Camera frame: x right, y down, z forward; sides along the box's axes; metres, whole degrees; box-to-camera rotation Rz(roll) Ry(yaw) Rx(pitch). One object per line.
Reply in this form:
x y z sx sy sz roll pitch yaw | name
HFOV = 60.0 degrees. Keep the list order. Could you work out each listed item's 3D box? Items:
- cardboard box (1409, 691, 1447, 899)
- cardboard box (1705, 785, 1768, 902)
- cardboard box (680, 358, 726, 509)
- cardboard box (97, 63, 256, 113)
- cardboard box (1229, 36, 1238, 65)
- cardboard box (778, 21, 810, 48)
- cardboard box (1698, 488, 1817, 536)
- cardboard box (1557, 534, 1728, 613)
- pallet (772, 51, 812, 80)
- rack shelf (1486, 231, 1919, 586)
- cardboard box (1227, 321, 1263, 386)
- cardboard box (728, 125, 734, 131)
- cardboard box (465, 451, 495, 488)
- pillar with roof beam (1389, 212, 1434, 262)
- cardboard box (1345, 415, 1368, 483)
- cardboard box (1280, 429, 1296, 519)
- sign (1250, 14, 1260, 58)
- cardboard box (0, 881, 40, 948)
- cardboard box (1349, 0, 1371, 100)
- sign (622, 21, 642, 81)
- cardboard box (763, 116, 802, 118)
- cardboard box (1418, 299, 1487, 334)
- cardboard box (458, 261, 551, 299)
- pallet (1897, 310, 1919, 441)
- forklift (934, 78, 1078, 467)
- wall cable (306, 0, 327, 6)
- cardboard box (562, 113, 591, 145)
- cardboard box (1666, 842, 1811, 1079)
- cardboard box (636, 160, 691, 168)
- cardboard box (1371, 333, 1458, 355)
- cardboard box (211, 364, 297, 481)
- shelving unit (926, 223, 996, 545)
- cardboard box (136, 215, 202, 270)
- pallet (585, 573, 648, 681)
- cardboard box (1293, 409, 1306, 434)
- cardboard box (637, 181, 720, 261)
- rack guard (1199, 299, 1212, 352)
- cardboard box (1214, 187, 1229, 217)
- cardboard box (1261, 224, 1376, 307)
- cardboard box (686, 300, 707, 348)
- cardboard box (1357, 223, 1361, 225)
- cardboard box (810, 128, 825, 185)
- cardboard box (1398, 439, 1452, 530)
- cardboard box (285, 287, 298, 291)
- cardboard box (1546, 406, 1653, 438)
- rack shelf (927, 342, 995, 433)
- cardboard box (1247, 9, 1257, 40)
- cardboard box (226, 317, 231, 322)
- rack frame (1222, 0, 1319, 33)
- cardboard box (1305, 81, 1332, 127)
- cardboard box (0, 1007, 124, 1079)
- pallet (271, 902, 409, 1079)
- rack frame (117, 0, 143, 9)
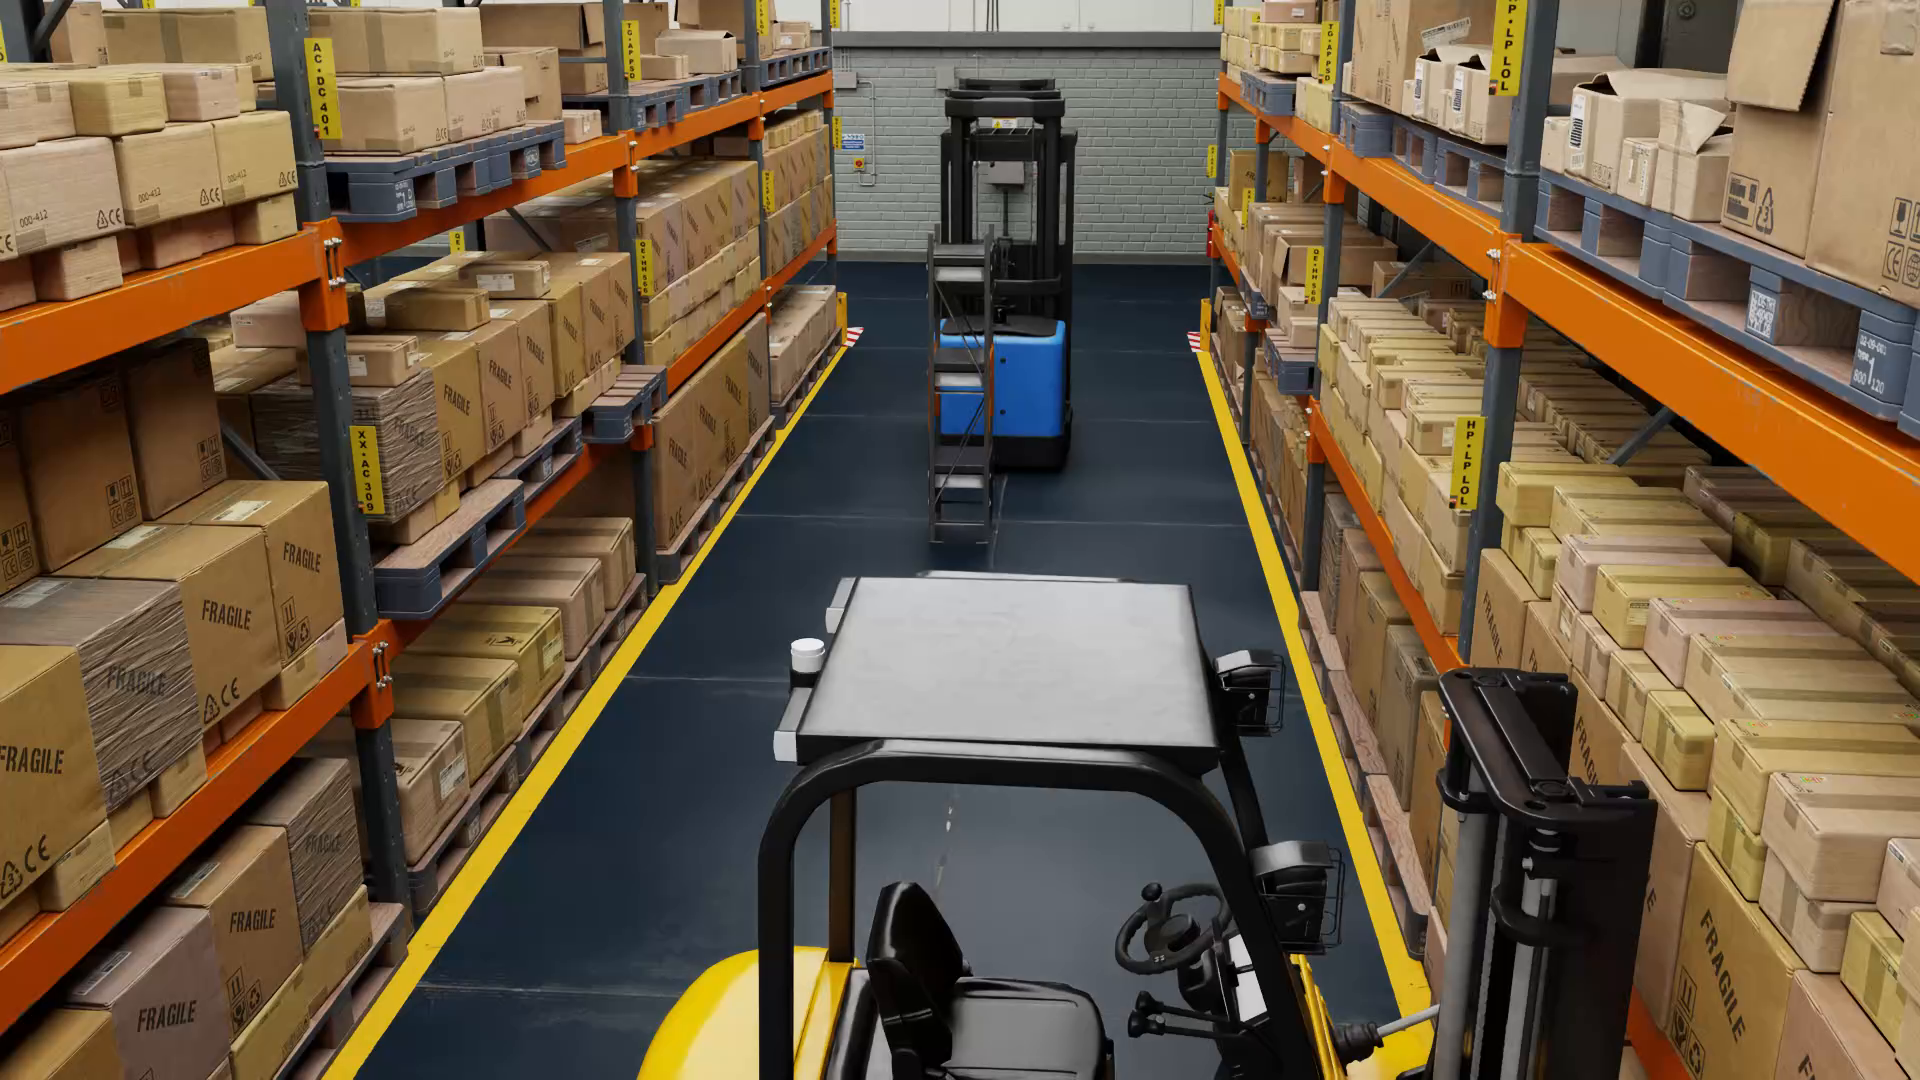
2.300 1.027 6.611 0.875 0.625 0.625 2 18 6 | cardboard box
1.800 0.634 3.468 0.380 0.149 0.250 1 18 4 | cardboard box
-2.190 -0.771 11.697 0.875 0.875 0.875 2 18 5 | cardboard box
-2.482 -1.431 5.278 0.380 0.149 0.250 2 18 5 | cardboard box
2.764 -4.513 15.326 0.500 0.250 0.500 1 18 2 | cardboard box
-1.760 -5.036 16.562 0.500 0.250 0.500 0 18 -1 | cardboard box
2.493 -0.054 5.090 0.380 0.149 0.250 1 18 2 | cardboard box
1.896 0.096 4.633 0.380 0.149 0.250 2 18 5 | cardboard box
-1.945 -4.349 15.203 1.003 0.211 1.213 1 18 4 | pallet
2.130 -0.202 3.560 1.077 0.370 4.000 1 18 4 | rack shelf
2.821 -1.703 15.144 0.700 0.500 0.500 1 18 2 | cardboard box
-2.245 -3.663 14.977 0.380 0.149 0.250 1 18 3 | cardboard box
-2.292 -0.340 7.372 0.380 0.149 0.250 2 18 5 | cardboard box
-0.498 -5.367 13.351 9.100 9.000 0.400 1 18 4 | pillar with roof beam
2.214 -0.462 8.257 0.500 0.250 0.500 1 18 2 | cardboard box
2.458 -0.448 11.311 0.500 0.500 0.500 2 18 6 | cardboard box
2.305 -3.905 12.876 0.100 0.325 0.005 1 18 4 | sign
-2.573 0.929 4.175 0.380 0.149 0.250 1 18 2 | cardboard box
2.265 -2.482 8.369 0.500 0.500 0.500 1 18 4 | cardboard box
-1.850 -2.750 9.350 0.100 0.325 0.005 1 18 4 | sign
-1.721 -3.973 15.922 0.380 0.149 0.250 1 18 3 | cardboard box
2.739 -1.232 9.164 0.380 0.149 0.250 2 18 6 | cardboard box
-2.227 -1.274 8.139 0.380 0.149 0.250 0 18 1 | cardboard box
2.063 -0.100 2.235 1.003 0.211 1.213 1 18 4 | pallet
0.410 -2.375 13.964 1.130 2.935 3.031 2 18 5 | forklift
-7.859 -9.856 21.884 2.277 5.999 0.120 1 18 4 | wall cable
-2.214 -2.218 8.960 0.380 0.149 0.250 1 18 4 | cardboard box
1.843 0.976 3.465 0.500 0.500 0.500 1 18 3 | cardboard box
-2.422 -2.726 13.160 0.500 0.500 0.500 1 18 5 | cardboard box
2.239 -0.922 8.216 0.380 0.149 0.250 1 18 5 | cardboard box
-2.873 -0.386 6.472 0.500 0.500 0.500 1 18 3 | cardboard box
0.012 -1.049 11.253 0.431 2.100 0.503 1 18 4 | shelving unit
-2.496 -0.894 4.920 0.380 0.149 0.250 1 18 4 | cardboard box
-2.448 0.476 9.631 1.003 0.211 1.213 1 18 4 | pallet
2.476 -0.786 11.301 0.380 0.149 0.250 1 18 3 | cardboard box
-1.993 -2.233 11.655 0.500 0.500 0.500 2 18 5 | cardboard box
3.128 -2.255 17.502 1.175 0.500 0.348 1 18 4 | rack guard
2.833 -3.402 16.750 0.500 0.250 0.500 1 18 4 | cardboard box
2.496 -1.921 11.635 0.700 0.500 0.500 1 18 4 | cardboard box
-2.042 -1.489 11.392 0.500 0.250 0.500 2 18 6 | cardboard box
3.181 -2.598 14.298 0.500 0.250 0.500 1 18 3 | cardboard box
-1.623 -3.781 16.378 0.500 0.500 0.500 1 18 4 | cardboard box
2.084 -0.224 6.727 0.500 0.250 0.500 1 18 2 | cardboard box
-7.038 -2.539 17.304 0.380 0.149 0.250 2 18 5 | cardboard box
2.601 -0.439 6.744 0.380 0.149 0.250 1 18 3 | cardboard box
0.012 -1.036 11.257 0.431 0.518 0.480 1 18 4 | rack shelf
2.671 -4.277 13.802 0.500 0.250 0.500 1 18 3 | cardboard box
-6.737 -2.052 15.816 0.380 0.149 0.250 1 18 2 | cardboard box
3.134 -6.317 16.251 1.000 3.000 0.127 1 18 4 | rack frame
2.390 -2.657 10.138 0.500 0.250 0.500 1 18 4 | cardboard box
-2.552 1.574 4.339 0.500 0.500 0.500 2 18 5 | cardboard box
-2.690 1.685 5.941 1.003 0.211 1.213 1 18 4 | pallet
-7.049 -5.264 13.036 1.000 3.000 0.127 1 18 4 | rack frame
